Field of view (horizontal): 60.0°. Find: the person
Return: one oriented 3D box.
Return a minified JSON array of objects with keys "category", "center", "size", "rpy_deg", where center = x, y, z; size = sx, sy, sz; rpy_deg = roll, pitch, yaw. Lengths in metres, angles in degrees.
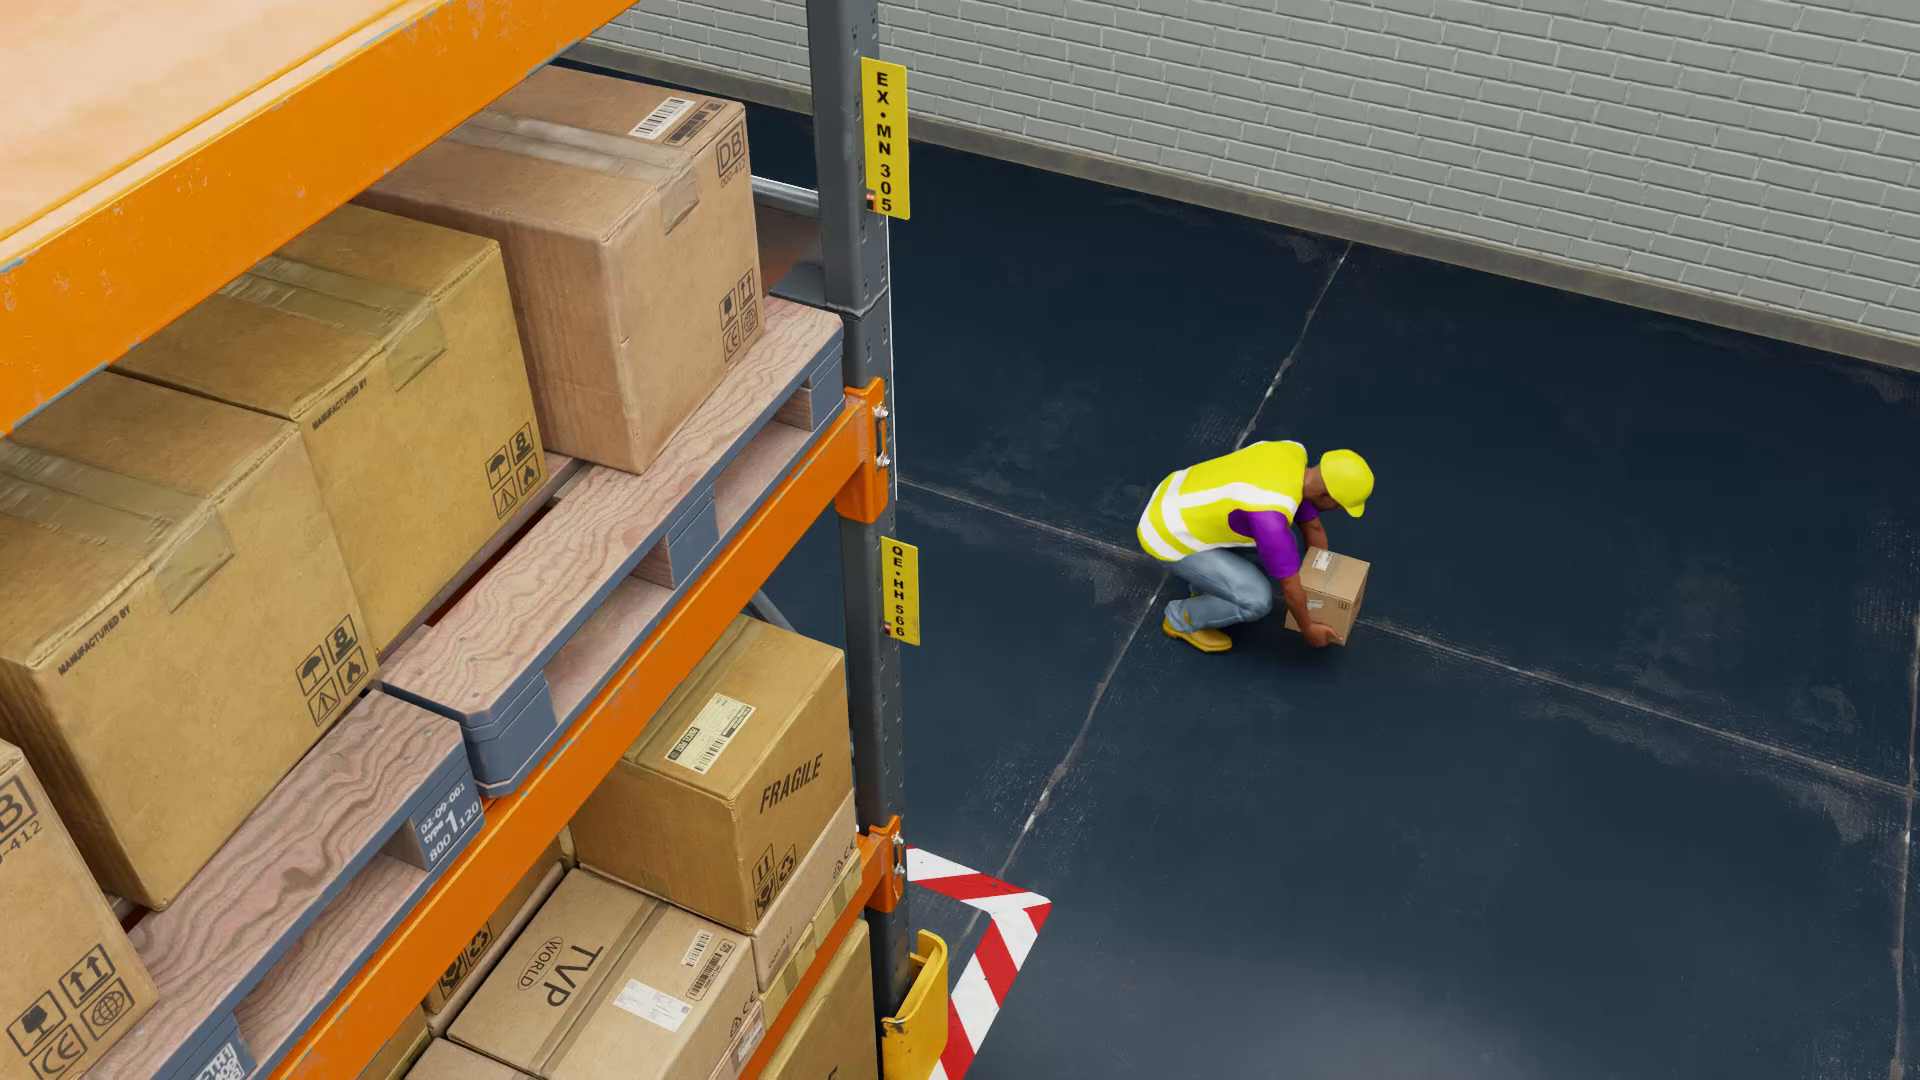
[{"category":"person","center":[1.191,-0.019,6.738],"size":[0.908,1.009,0.540],"rpy_deg":[16,44,17]}]
